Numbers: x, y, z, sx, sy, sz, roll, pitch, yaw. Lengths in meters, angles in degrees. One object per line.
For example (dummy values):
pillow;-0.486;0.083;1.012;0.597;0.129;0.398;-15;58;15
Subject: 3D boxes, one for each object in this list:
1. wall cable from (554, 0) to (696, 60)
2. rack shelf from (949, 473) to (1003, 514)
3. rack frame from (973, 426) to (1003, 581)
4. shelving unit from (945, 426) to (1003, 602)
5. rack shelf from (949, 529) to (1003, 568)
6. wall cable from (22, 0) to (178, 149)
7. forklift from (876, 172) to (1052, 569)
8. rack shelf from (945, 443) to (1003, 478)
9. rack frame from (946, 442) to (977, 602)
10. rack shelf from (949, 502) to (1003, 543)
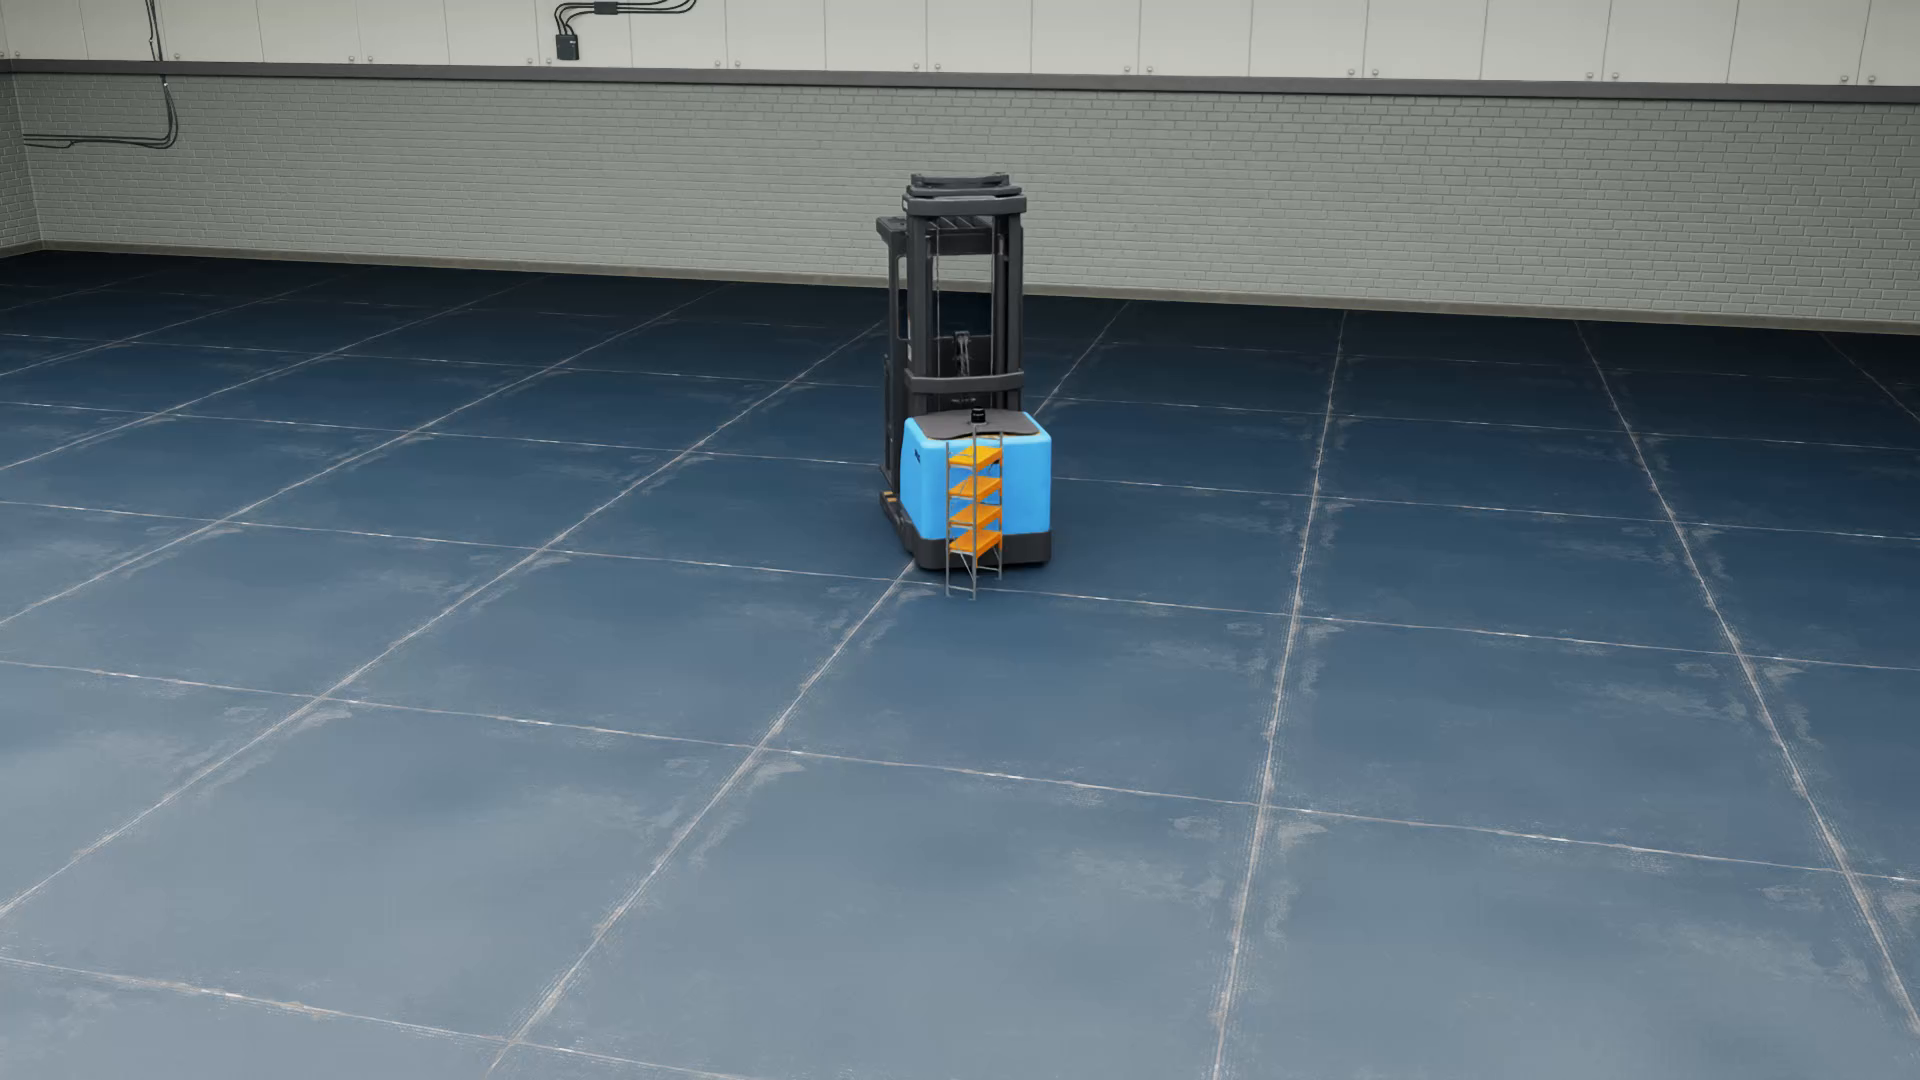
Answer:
wall cable;-4.846;-9.887;23.451;2.305;6.003;0.169;5;19;13
rack shelf;0.109;-0.348;12.365;0.258;0.148;0.480;8;21;23
rack frame;0.210;-0.272;12.626;0.240;1.200;0.015;8;21;23
shelving unit;0.109;-0.200;12.416;0.258;1.200;0.503;8;21;23
rack shelf;0.109;0.052;12.502;0.258;0.148;0.480;8;21;23
wall cable;-14.048;-7.563;26.712;3.097;2.526;0.112;5;19;13
forklift;-0.082;-1.601;13.840;1.130;2.935;3.031;-4;19;-11
rack shelf;0.109;-0.572;12.288;0.258;0.148;0.480;8;21;23
rack frame;0.009;-0.128;12.205;0.240;1.200;0.015;8;21;23
rack shelf;0.109;-0.136;12.438;0.258;0.148;0.480;8;21;23
